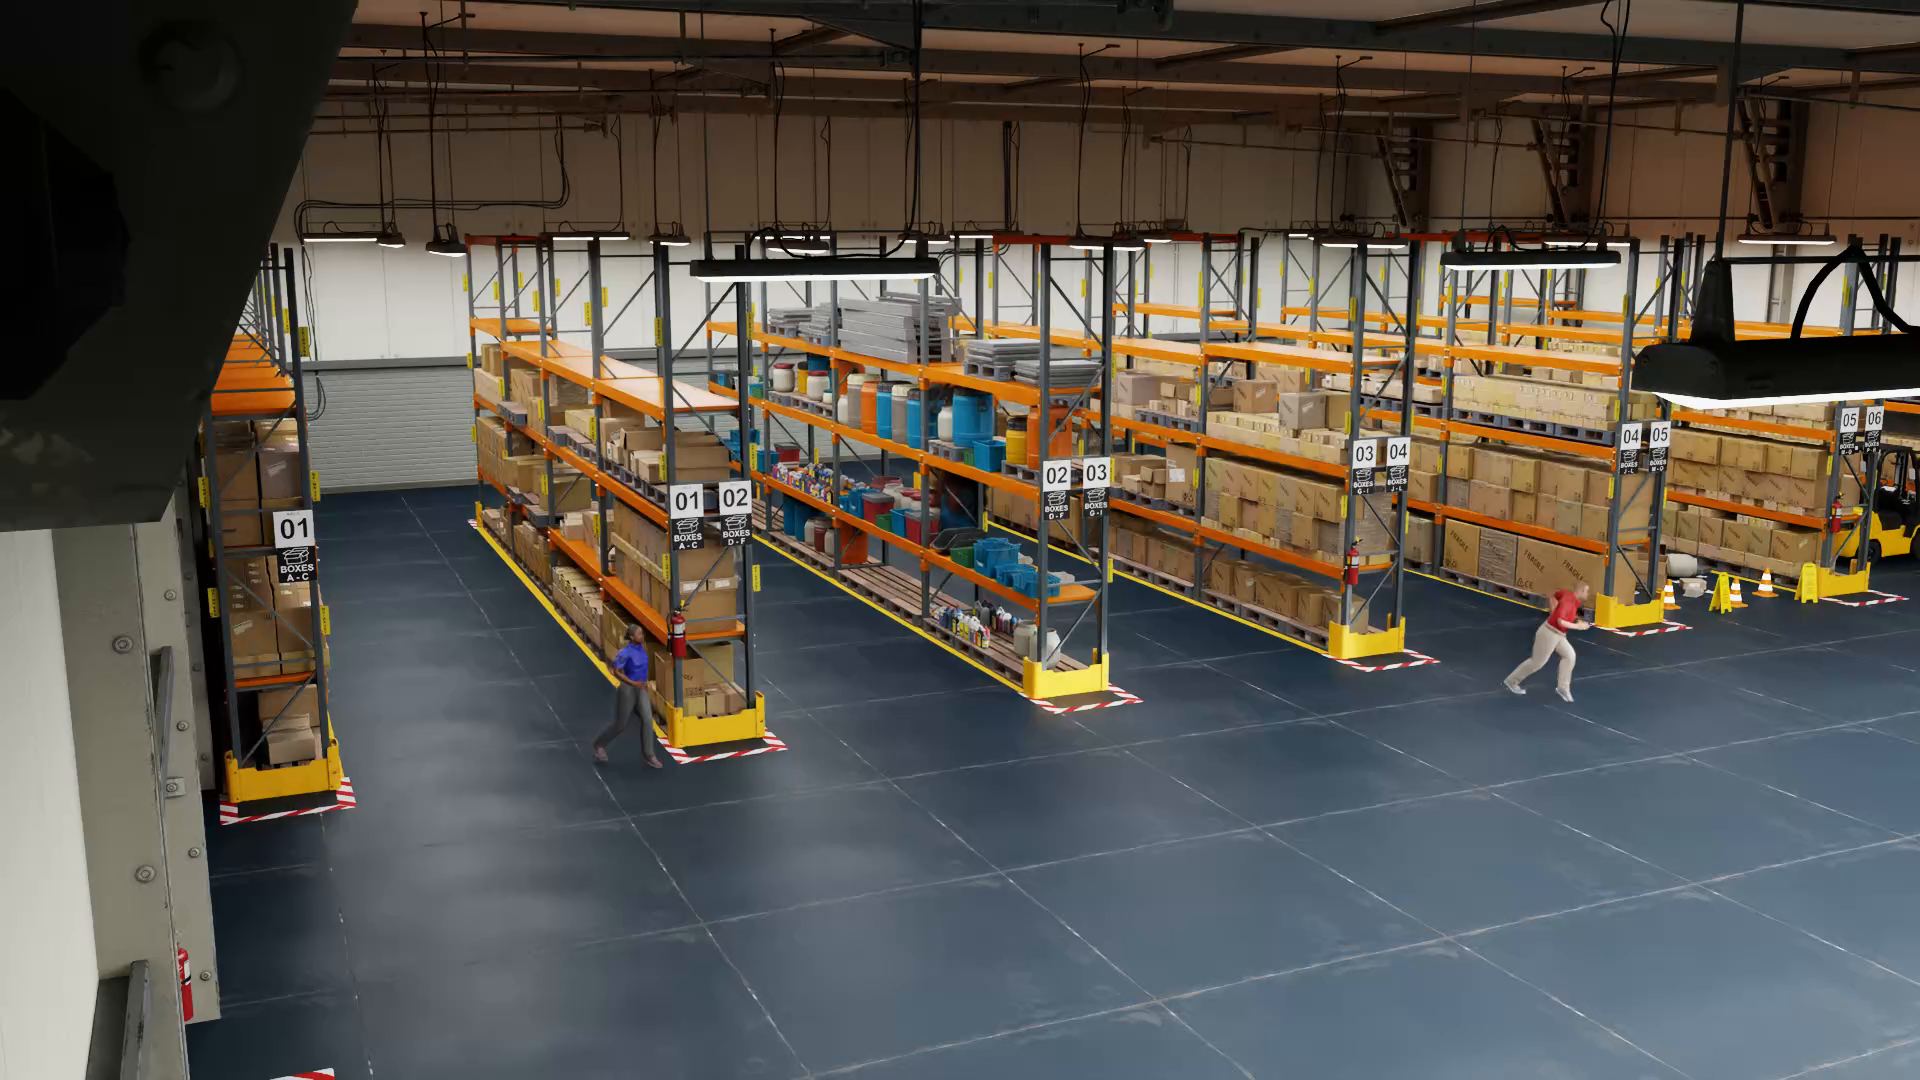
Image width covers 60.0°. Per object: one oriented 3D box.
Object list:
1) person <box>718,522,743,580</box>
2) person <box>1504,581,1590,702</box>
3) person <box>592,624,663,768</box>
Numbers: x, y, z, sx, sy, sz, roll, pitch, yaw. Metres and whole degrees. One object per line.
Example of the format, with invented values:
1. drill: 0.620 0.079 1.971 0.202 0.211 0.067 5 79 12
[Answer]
1. person: -3.794 -0.045 28.011 0.604 1.496 0.671 -5 12 -25
2. person: 7.803 1.346 22.097 1.015 1.696 0.707 5 12 23
3. person: -3.818 1.850 19.516 0.923 1.536 0.659 5 12 26
